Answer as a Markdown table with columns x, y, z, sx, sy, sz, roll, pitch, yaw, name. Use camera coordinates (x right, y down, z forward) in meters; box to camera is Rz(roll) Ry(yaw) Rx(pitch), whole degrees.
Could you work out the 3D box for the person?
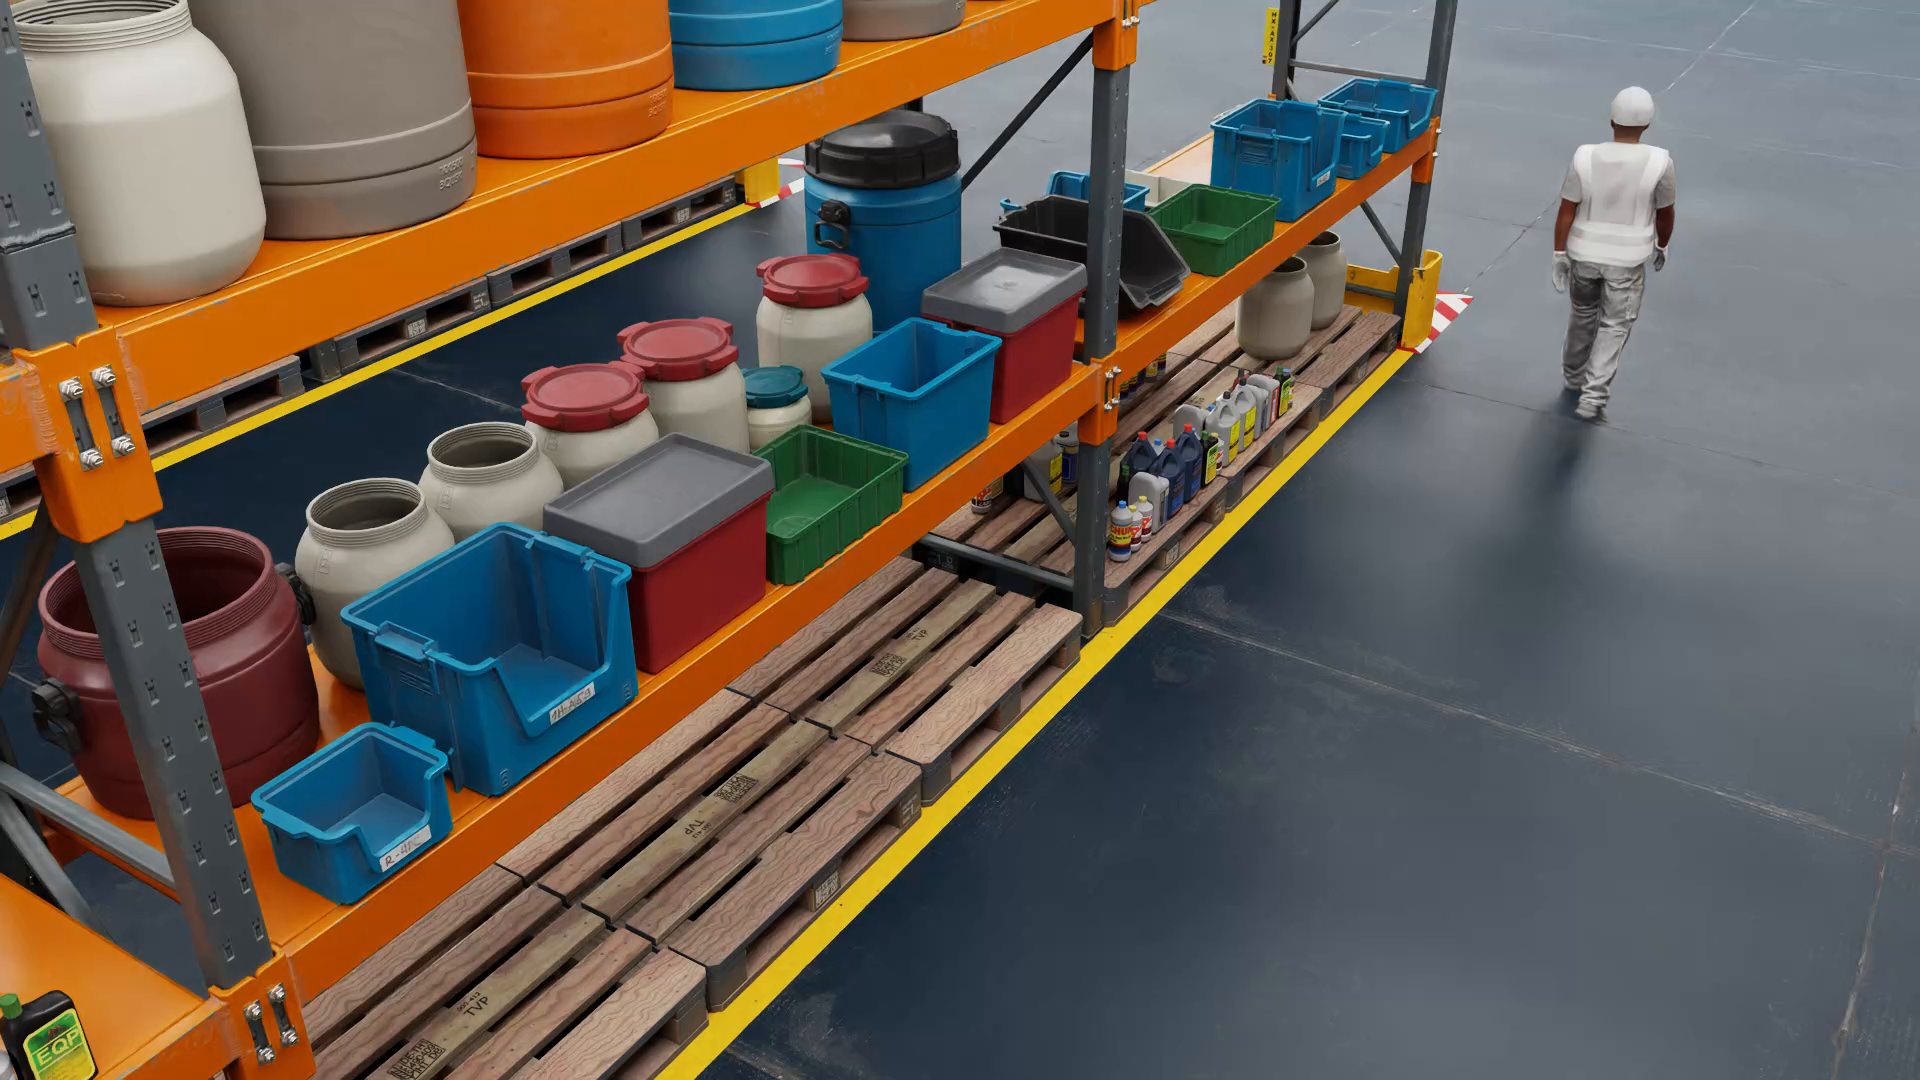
| x | y | z | sx | sy | sz | roll | pitch | yaw | name |
| --- | --- | --- | --- | --- | --- | --- | --- | --- | --- |
| 3.416 | -1.502 | 8.777 | 0.558 | 1.758 | 0.993 | 17 | 34 | 26 | person |
